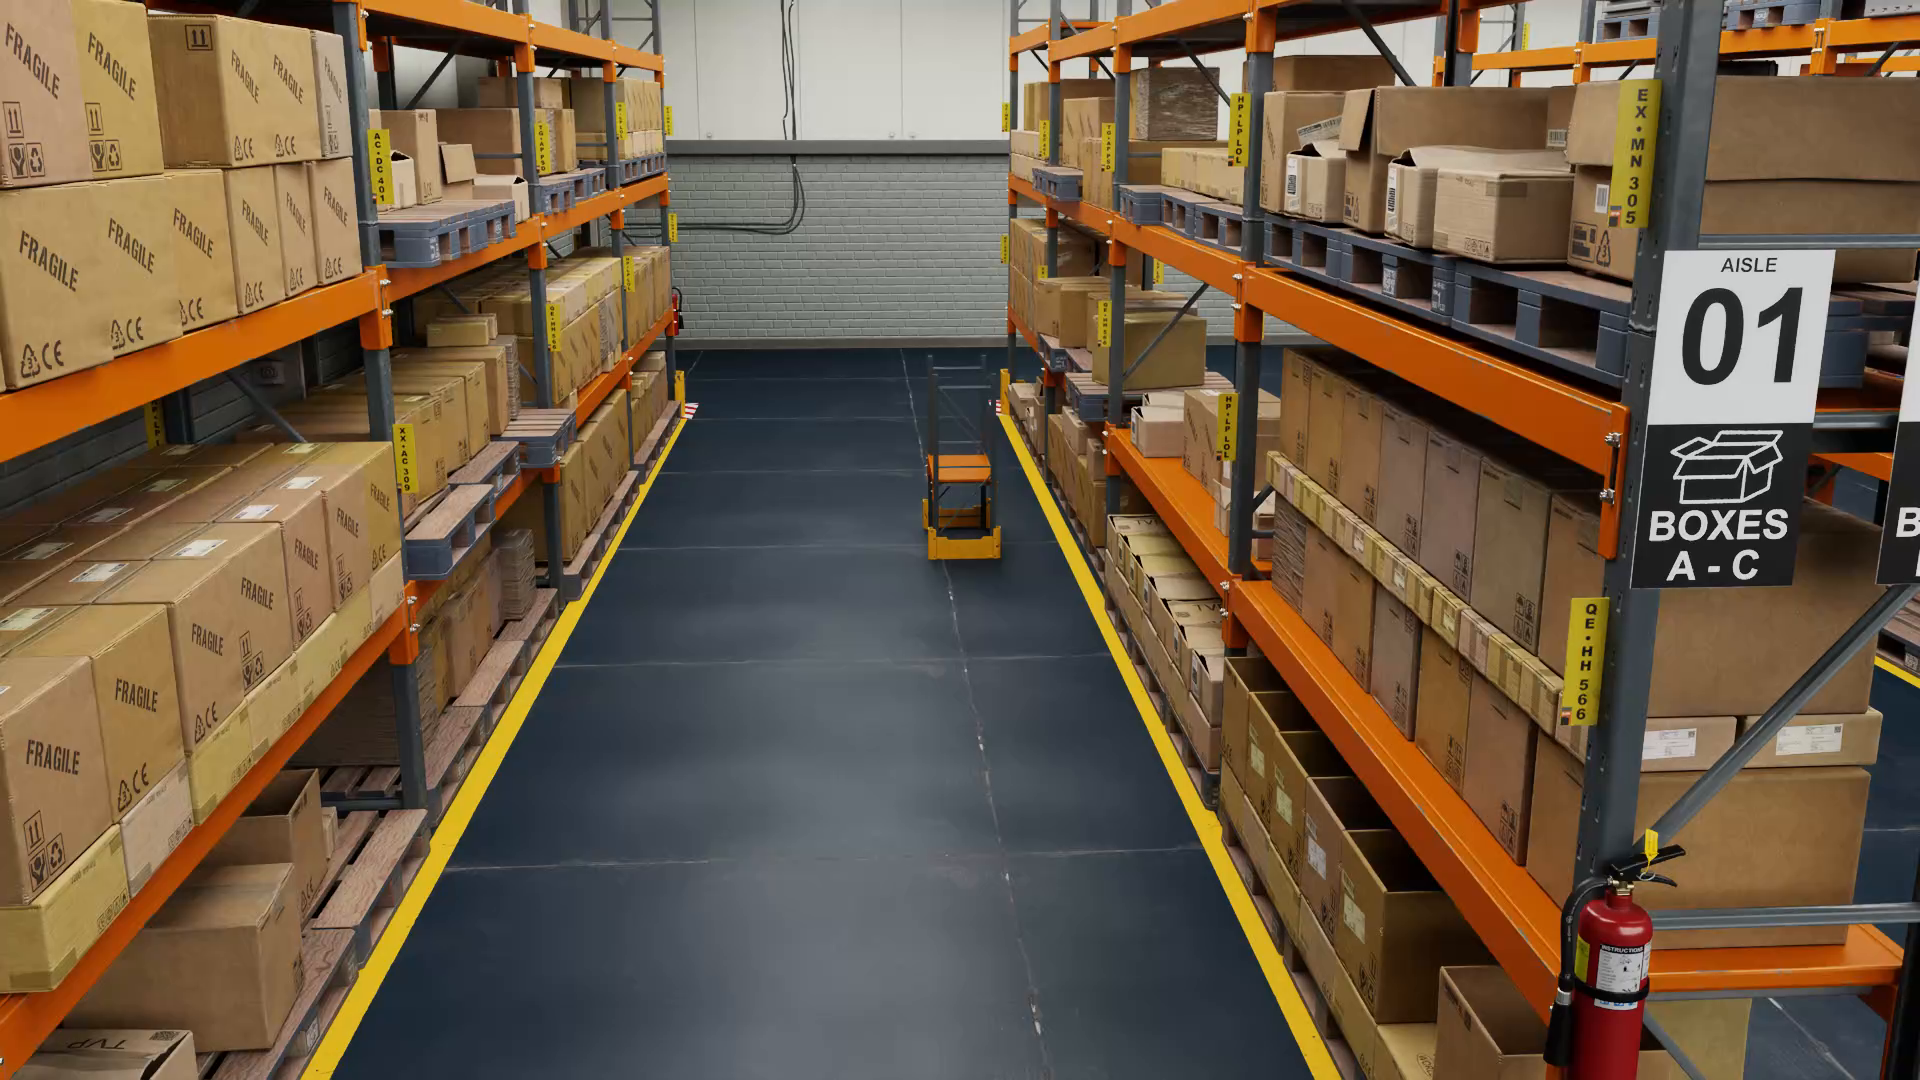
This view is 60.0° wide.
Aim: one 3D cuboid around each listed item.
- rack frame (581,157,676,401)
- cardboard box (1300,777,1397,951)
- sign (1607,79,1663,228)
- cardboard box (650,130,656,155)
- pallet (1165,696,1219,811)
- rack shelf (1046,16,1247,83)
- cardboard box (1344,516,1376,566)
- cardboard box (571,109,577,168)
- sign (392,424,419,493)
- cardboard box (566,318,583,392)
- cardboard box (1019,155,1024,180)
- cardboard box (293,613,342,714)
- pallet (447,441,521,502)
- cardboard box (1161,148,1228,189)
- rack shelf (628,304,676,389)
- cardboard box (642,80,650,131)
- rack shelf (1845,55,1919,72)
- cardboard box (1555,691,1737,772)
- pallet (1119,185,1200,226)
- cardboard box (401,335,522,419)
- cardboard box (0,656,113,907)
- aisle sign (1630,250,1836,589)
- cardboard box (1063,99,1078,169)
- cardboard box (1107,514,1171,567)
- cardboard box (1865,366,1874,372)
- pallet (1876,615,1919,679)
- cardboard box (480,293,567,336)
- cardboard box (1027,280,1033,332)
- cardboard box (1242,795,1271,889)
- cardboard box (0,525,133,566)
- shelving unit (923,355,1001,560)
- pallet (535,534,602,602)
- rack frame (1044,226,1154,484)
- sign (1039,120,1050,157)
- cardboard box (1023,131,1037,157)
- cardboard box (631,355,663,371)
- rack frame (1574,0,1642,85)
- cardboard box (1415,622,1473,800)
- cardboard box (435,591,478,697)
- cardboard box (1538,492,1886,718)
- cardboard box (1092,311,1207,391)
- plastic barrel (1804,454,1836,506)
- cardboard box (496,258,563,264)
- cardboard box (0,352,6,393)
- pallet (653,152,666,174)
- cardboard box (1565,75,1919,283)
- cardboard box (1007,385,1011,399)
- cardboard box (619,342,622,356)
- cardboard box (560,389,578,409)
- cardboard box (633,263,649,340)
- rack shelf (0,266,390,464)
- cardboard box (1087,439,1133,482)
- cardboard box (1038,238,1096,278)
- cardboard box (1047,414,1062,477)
[{"bbox_3d":[-3.868,-2.933,19.407,1.000,3.000,0.127,-1,14,-3],"label":"rack frame"},{"bbox_3d":[1.630,1.232,6.389,0.500,0.500,0.500,-1,14,-3],"label":"cardboard box"},{"bbox_3d":[1.524,-0.870,3.749,0.100,0.325,0.005,-1,14,-3],"label":"sign"},{"bbox_3d":[-3.525,-4.258,17.792,0.500,0.250,0.500,-1,14,-6],"label":"cardboard box"},{"bbox_3d":[1.734,1.141,9.166,1.003,0.211,1.213,-1,14,-3],"label":"pallet"},{"bbox_3d":[1.447,-3.882,13.300,1.077,0.370,4.000,-1,14,-3],"label":"rack shelf"},{"bbox_3d":[1.726,0.001,6.499,0.380,0.149,0.250,-1,14,-5],"label":"cardboard box"},{"bbox_3d":[-3.676,-3.432,14.243,0.700,0.500,0.500,-2,15,-6],"label":"cardboard box"},{"bbox_3d":[-2.584,-0.378,7.740,0.100,0.325,0.005,-1,14,-3],"label":"sign"},{"bbox_3d":[-3.171,-1.401,12.614,0.500,0.500,0.500,0,14,-2],"label":"cardboard box"},{"bbox_3d":[0.904,-4.010,17.874,0.500,0.250,0.500,-1,14,-3],"label":"cardboard box"},{"bbox_3d":[-2.724,0.476,6.417,0.500,0.250,0.500,-1,14,-4],"label":"cardboard box"},{"bbox_3d":[-3.209,-0.359,9.787,1.003,0.211,1.213,-1,14,-3],"label":"pallet"},{"bbox_3d":[1.655,-2.493,11.133,0.500,0.250,0.500,-2,15,-8],"label":"cardboard box"},{"bbox_3d":[-3.745,-2.088,17.564,1.077,0.370,4.000,-1,14,-3],"label":"rack shelf"},{"bbox_3d":[-3.490,-4.496,17.215,0.500,0.500,0.500,-2,15,-6],"label":"cardboard box"},{"bbox_3d":[11.087,-5.029,17.758,1.077,0.370,4.000,-1,14,-3],"label":"rack shelf"},{"bbox_3d":[1.853,0.514,4.507,0.380,0.149,0.250,-1,14,-4],"label":"cardboard box"},{"bbox_3d":[1.702,-2.215,10.974,1.213,0.211,1.003,0,14,-1],"label":"pallet"},{"bbox_3d":[-3.334,-1.088,11.153,0.700,0.500,0.500,-3,15,-10],"label":"cardboard box"},{"bbox_3d":[-2.607,0.622,4.344,0.500,0.500,0.500,-1,14,-3],"label":"cardboard box"},{"bbox_3d":[1.778,-0.270,3.837,0.394,0.787,0.004,-1,14,-3],"label":"aisle sign"},{"bbox_3d":[1.281,-3.642,14.899,0.600,0.600,0.600,-2,15,-9],"label":"cardboard box"},{"bbox_3d":[1.310,-0.030,11.672,0.500,0.311,0.500,0,14,-2],"label":"cardboard box"},{"bbox_3d":[11.082,-2.179,19.897,0.875,0.875,0.875,-1,14,-3],"label":"cardboard box"},{"bbox_3d":[6.597,0.750,10.689,1.003,0.211,1.213,-1,14,-3],"label":"pallet"},{"bbox_3d":[-3.145,-1.633,12.011,0.500,0.250,0.500,-1,14,-2],"label":"cardboard box"},{"bbox_3d":[0.969,-2.441,17.292,0.500,0.500,0.500,-1,14,-2],"label":"cardboard box"},{"bbox_3d":[1.571,1.346,7.449,0.500,0.250,0.500,-1,14,-3],"label":"cardboard box"},{"bbox_3d":[-3.207,0.253,5.781,0.500,0.500,0.500,-1,14,-3],"label":"cardboard box"},{"bbox_3d":[0.005,-0.707,13.766,0.587,1.500,1.083,-1,14,-3],"label":"shelving unit"},{"bbox_3d":[-3.346,0.210,12.788,1.003,0.211,1.213,-1,14,-3],"label":"pallet"},{"bbox_3d":[1.323,-2.016,15.842,1.000,3.000,0.127,-1,14,-3],"label":"rack frame"},{"bbox_3d":[0.782,-3.709,15.363,0.100,0.325,0.005,-1,14,-3],"label":"sign"},{"bbox_3d":[0.936,-4.128,17.328,0.500,0.250,0.500,-1,14,-3],"label":"cardboard box"},{"bbox_3d":[-3.519,-1.975,18.555,0.380,0.149,0.250,0,14,-2],"label":"cardboard box"},{"bbox_3d":[6.267,-4.997,15.388,1.000,3.000,0.127,-1,14,-3],"label":"rack frame"},{"bbox_3d":[1.988,0.550,5.670,0.700,0.500,0.500,-1,14,-3],"label":"cardboard box"},{"bbox_3d":[-3.261,0.611,9.767,0.700,0.500,0.500,-1,14,-3],"label":"cardboard box"},{"bbox_3d":[2.047,0.162,4.572,0.700,0.500,0.500,-1,14,-3],"label":"cardboard box"},{"bbox_3d":[1.420,-1.428,12.512,0.700,0.500,0.500,-6,16,-22],"label":"cardboard box"},{"bbox_3d":[6.468,-0.370,12.959,0.600,0.830,0.708,-1,14,-3],"label":"plastic barrel"},{"bbox_3d":[-3.852,-2.385,14.935,0.500,0.250,0.500,0,14,-2],"label":"cardboard box"},{"bbox_3d":[-2.648,-0.552,3.891,0.500,0.500,0.500,-1,14,-2],"label":"cardboard box"},{"bbox_3d":[-3.812,-4.159,18.328,1.003,0.211,1.213,-1,14,-3],"label":"pallet"},{"bbox_3d":[2.035,-0.948,4.342,0.797,0.503,0.637,0,14,0],"label":"cardboard box"},{"bbox_3d":[0.758,-1.734,19.583,0.380,0.149,0.250,-1,14,-3],"label":"cardboard box"},{"bbox_3d":[-3.317,-1.747,15.260,0.380,0.149,0.250,-1,14,-3],"label":"cardboard box"},{"bbox_3d":[-3.101,-1.047,12.541,0.380,0.149,0.250,0,14,-2],"label":"cardboard box"},{"bbox_3d":[-3.678,-2.401,16.735,0.980,0.700,0.700,-1,14,-5],"label":"cardboard box"},{"bbox_3d":[-3.001,-0.556,5.591,1.077,0.370,4.000,-1,14,-3],"label":"rack shelf"},{"bbox_3d":[1.271,-0.630,13.083,0.500,0.250,0.500,0,14,-1],"label":"cardboard box"},{"bbox_3d":[1.034,-2.670,16.178,0.500,0.500,0.500,-1,14,-3],"label":"cardboard box"},{"bbox_3d":[1.110,-0.894,15.616,0.500,0.500,0.500,-2,15,-6],"label":"cardboard box"}]
